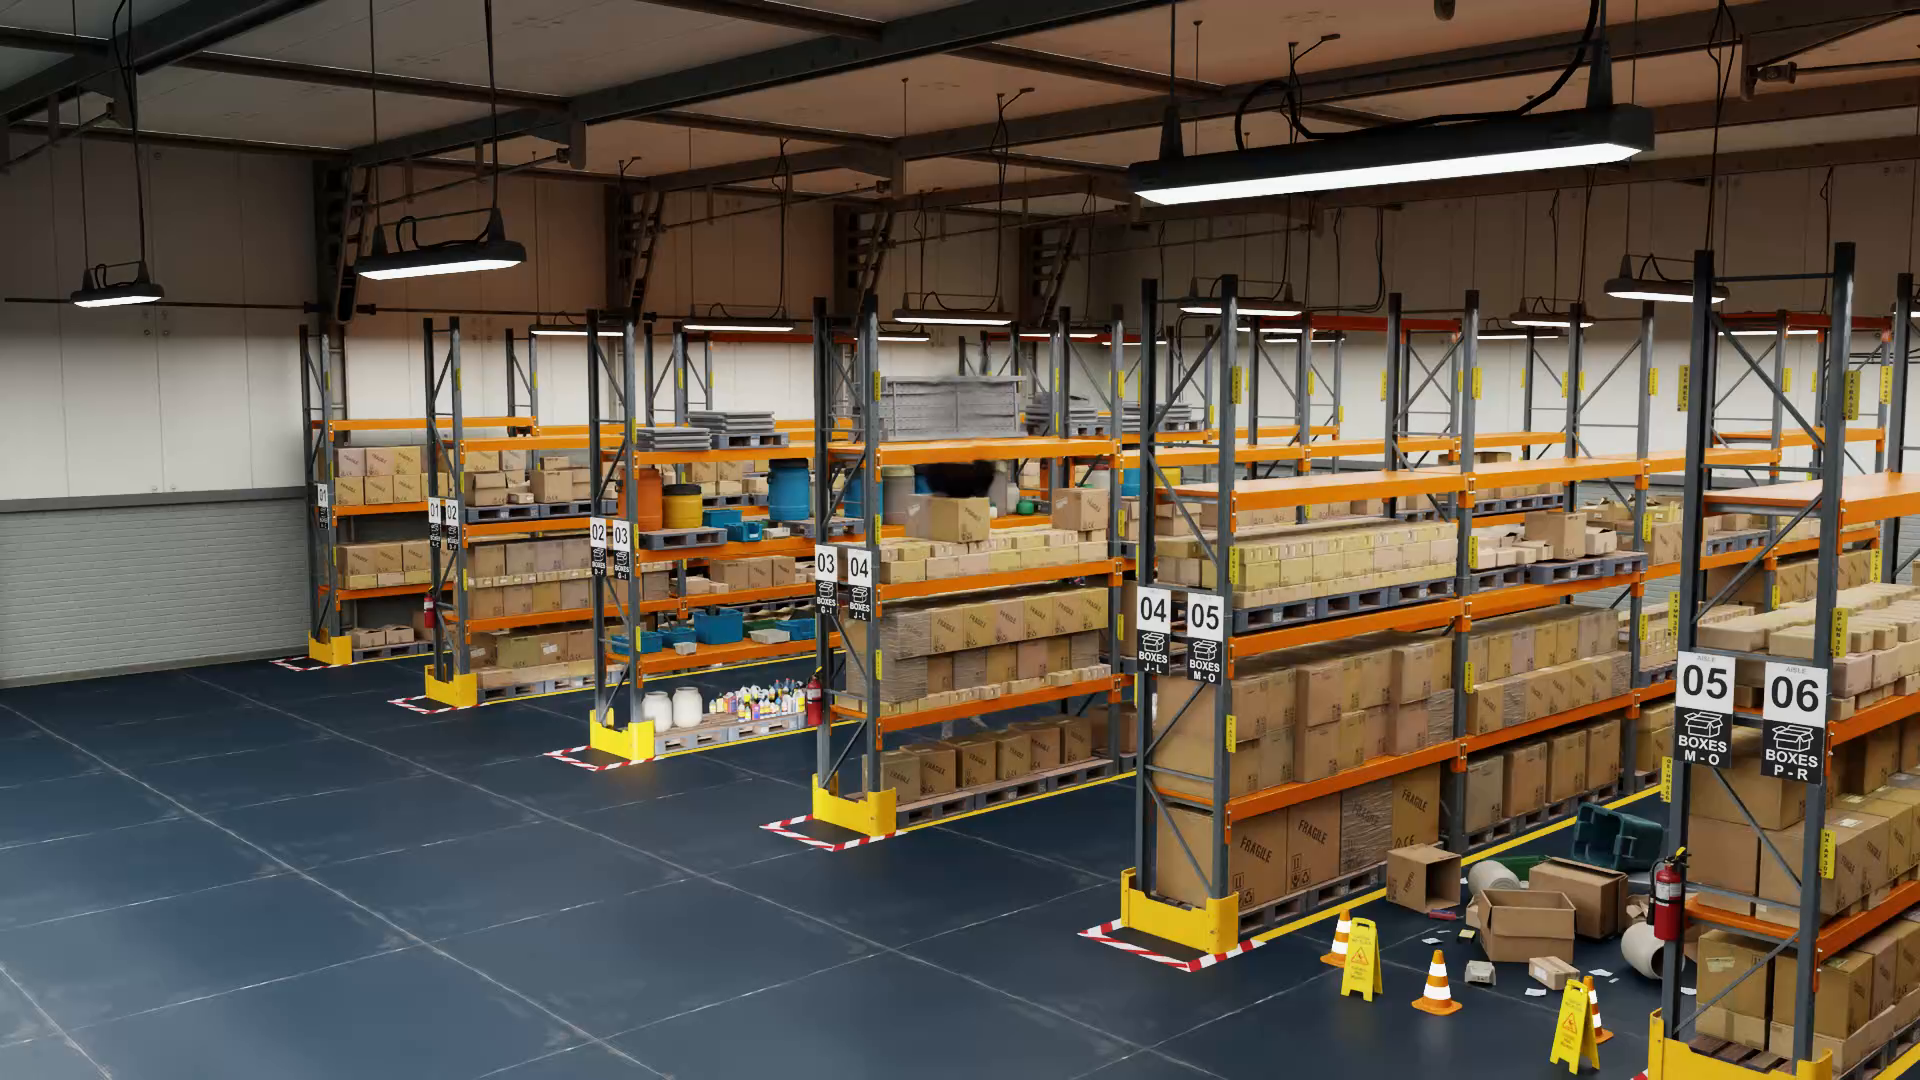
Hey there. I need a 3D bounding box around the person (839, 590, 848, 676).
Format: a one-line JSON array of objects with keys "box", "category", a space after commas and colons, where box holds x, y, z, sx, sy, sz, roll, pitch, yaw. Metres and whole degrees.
[{"box": [-1.760, 1.401, 28.637, 0.657, 1.771, 0.790, 4, 7, 32], "category": "person"}]

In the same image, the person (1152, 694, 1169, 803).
[{"box": [2.343, 2.389, 18.904, 0.631, 1.842, 0.830, 2, 6, 23], "category": "person"}]

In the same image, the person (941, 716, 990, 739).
[{"box": [0.025, 2.020, 22.242, 0.990, 1.794, 0.671, -5, 8, -42], "category": "person"}]
